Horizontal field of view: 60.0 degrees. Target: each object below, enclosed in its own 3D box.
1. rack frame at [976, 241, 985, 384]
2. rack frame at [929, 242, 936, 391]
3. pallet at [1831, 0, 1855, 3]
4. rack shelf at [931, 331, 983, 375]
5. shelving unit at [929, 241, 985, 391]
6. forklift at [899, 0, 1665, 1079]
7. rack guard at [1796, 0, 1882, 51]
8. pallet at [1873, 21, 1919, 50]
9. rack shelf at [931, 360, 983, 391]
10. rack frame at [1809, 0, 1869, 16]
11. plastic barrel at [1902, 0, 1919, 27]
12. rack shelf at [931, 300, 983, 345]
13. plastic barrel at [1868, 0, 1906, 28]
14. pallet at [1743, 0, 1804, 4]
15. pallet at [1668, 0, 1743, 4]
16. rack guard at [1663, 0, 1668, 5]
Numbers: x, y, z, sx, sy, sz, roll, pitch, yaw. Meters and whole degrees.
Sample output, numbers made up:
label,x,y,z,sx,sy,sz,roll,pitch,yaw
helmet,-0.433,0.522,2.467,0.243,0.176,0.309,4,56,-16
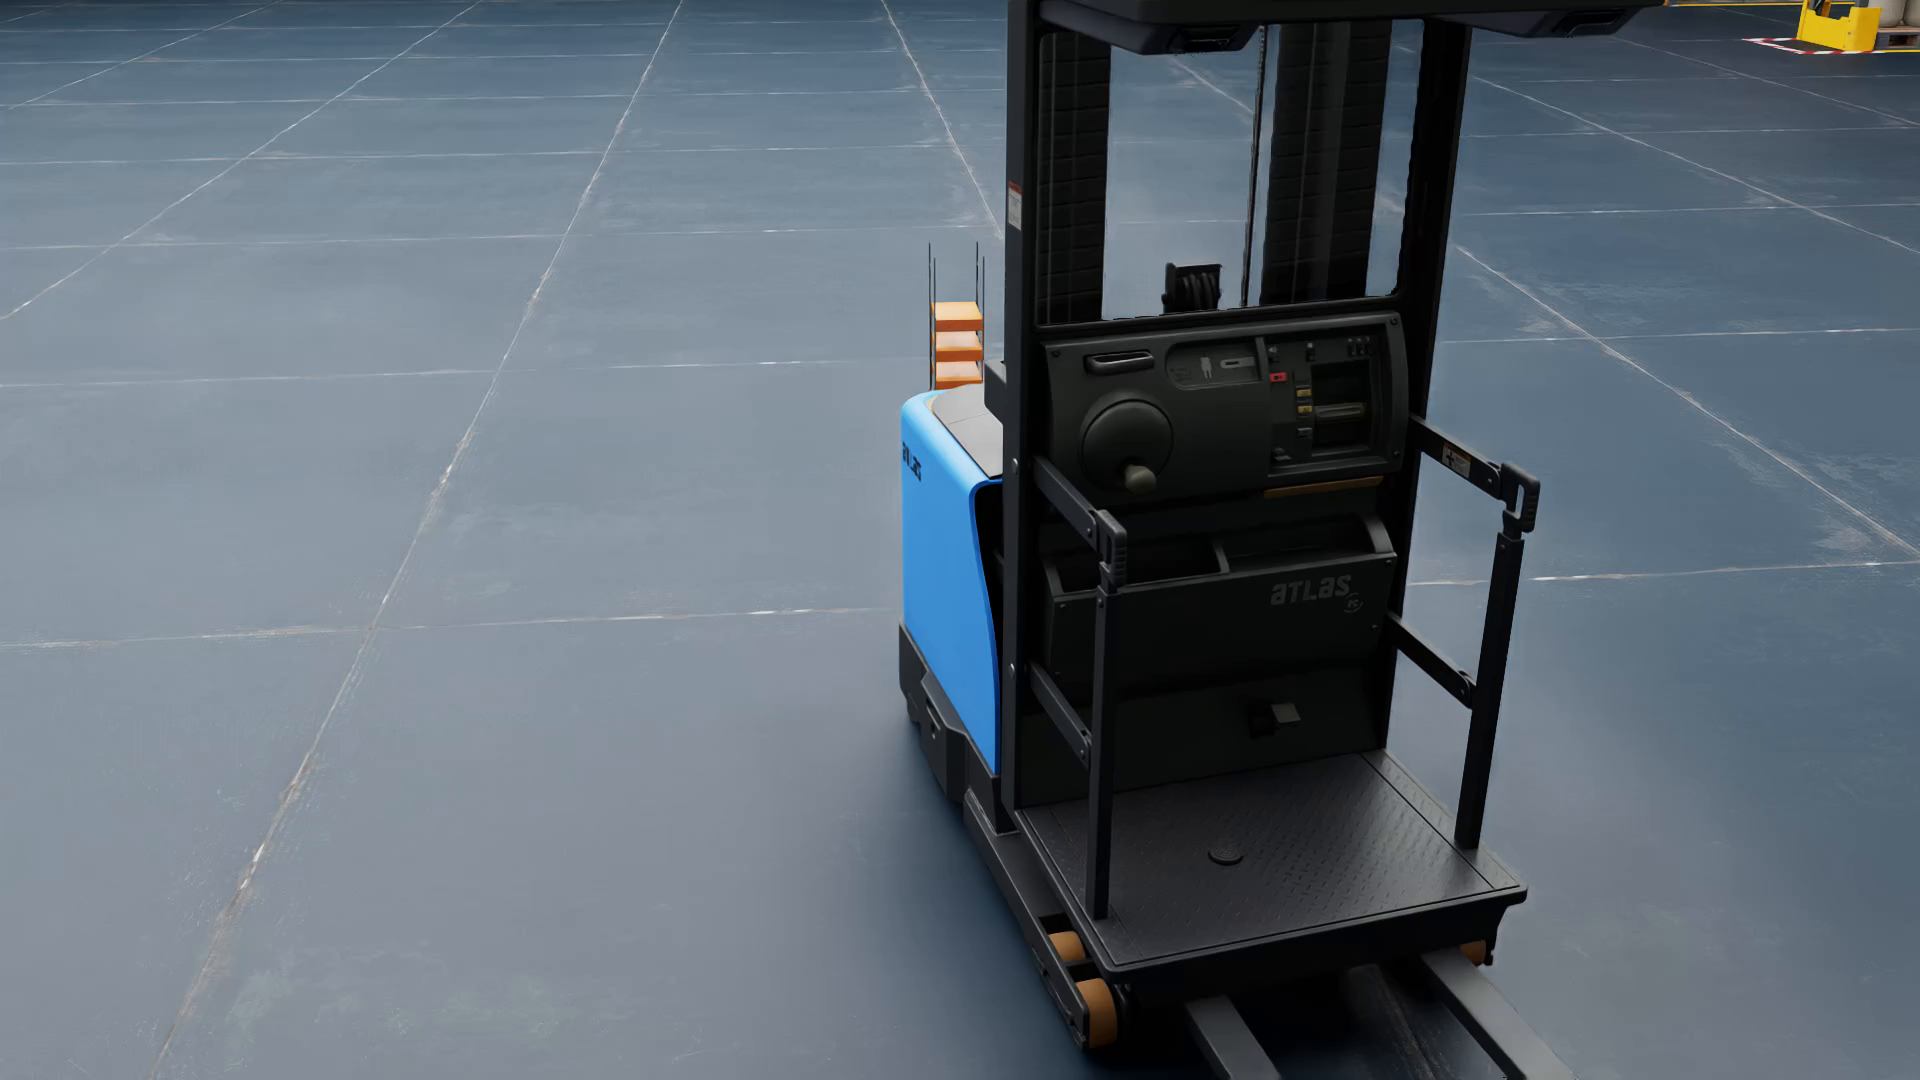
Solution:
label,x,y,z,sx,sy,sz,roll,pitch,yaw
rack frame,0.077,-0.551,6.513,0.006,1.200,0.240,-2,24,-5
rack frame,-0.105,-0.544,6.497,0.006,1.200,0.240,-2,24,-5
pallet,13.383,-8.317,25.201,1.213,0.211,1.003,-2,24,-5
rack shelf,-0.014,-0.726,6.426,0.180,0.103,0.258,-2,24,-5
shelving unit,-0.014,-0.548,6.505,0.189,1.200,0.258,-2,24,-5
forklift,0.715,-0.297,3.810,1.130,2.935,3.031,-7,25,-15
rack guard,10.752,-6.323,20.361,0.348,0.500,1.175,-2,24,-5
pallet,11.561,-6.222,20.488,1.213,0.211,1.003,-2,24,-5
rack shelf,-0.014,-0.617,6.474,0.180,0.103,0.258,-2,24,-5
rack frame,10.681,-7.444,19.804,0.127,3.000,1.000,-2,24,-5
plastic barrel,11.827,-6.576,20.397,0.421,0.512,0.421,0,24,0
rack shelf,-0.014,-0.836,6.377,0.180,0.103,0.258,-2,24,-5
plastic barrel,11.328,-6.556,20.352,0.421,0.512,0.421,0,24,0
pallet,12.166,-8.267,25.088,1.213,0.211,1.003,-2,24,-5
pallet,10.955,-8.219,24.982,1.213,0.211,1.003,-2,24,-5
rack guard,10.174,-8.303,24.814,0.348,0.500,1.175,-2,24,-5
